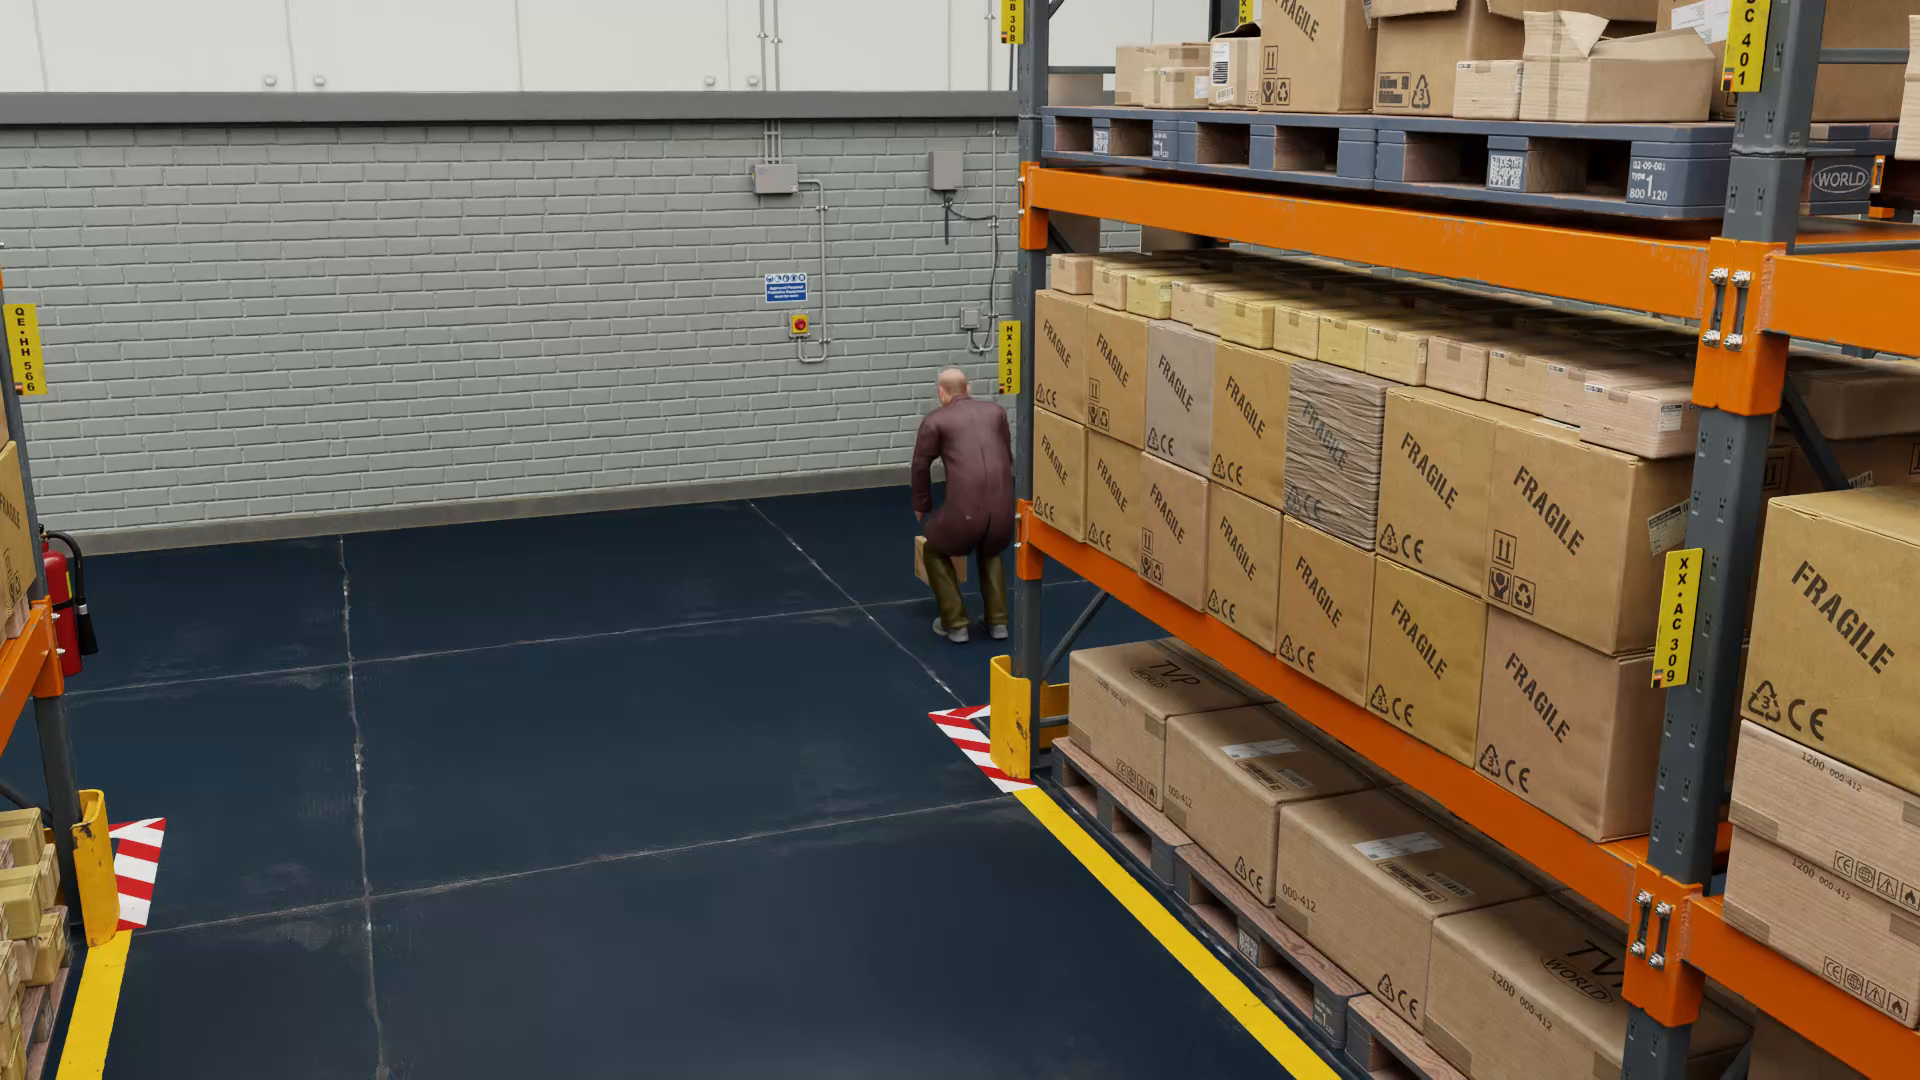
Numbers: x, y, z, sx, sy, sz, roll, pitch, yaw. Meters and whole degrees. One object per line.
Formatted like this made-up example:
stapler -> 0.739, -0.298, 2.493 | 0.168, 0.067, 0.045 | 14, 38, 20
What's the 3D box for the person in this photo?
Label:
person -> 0.033, -0.188, 9.676 | 0.625, 1.552, 0.612 | -6, 16, -20
